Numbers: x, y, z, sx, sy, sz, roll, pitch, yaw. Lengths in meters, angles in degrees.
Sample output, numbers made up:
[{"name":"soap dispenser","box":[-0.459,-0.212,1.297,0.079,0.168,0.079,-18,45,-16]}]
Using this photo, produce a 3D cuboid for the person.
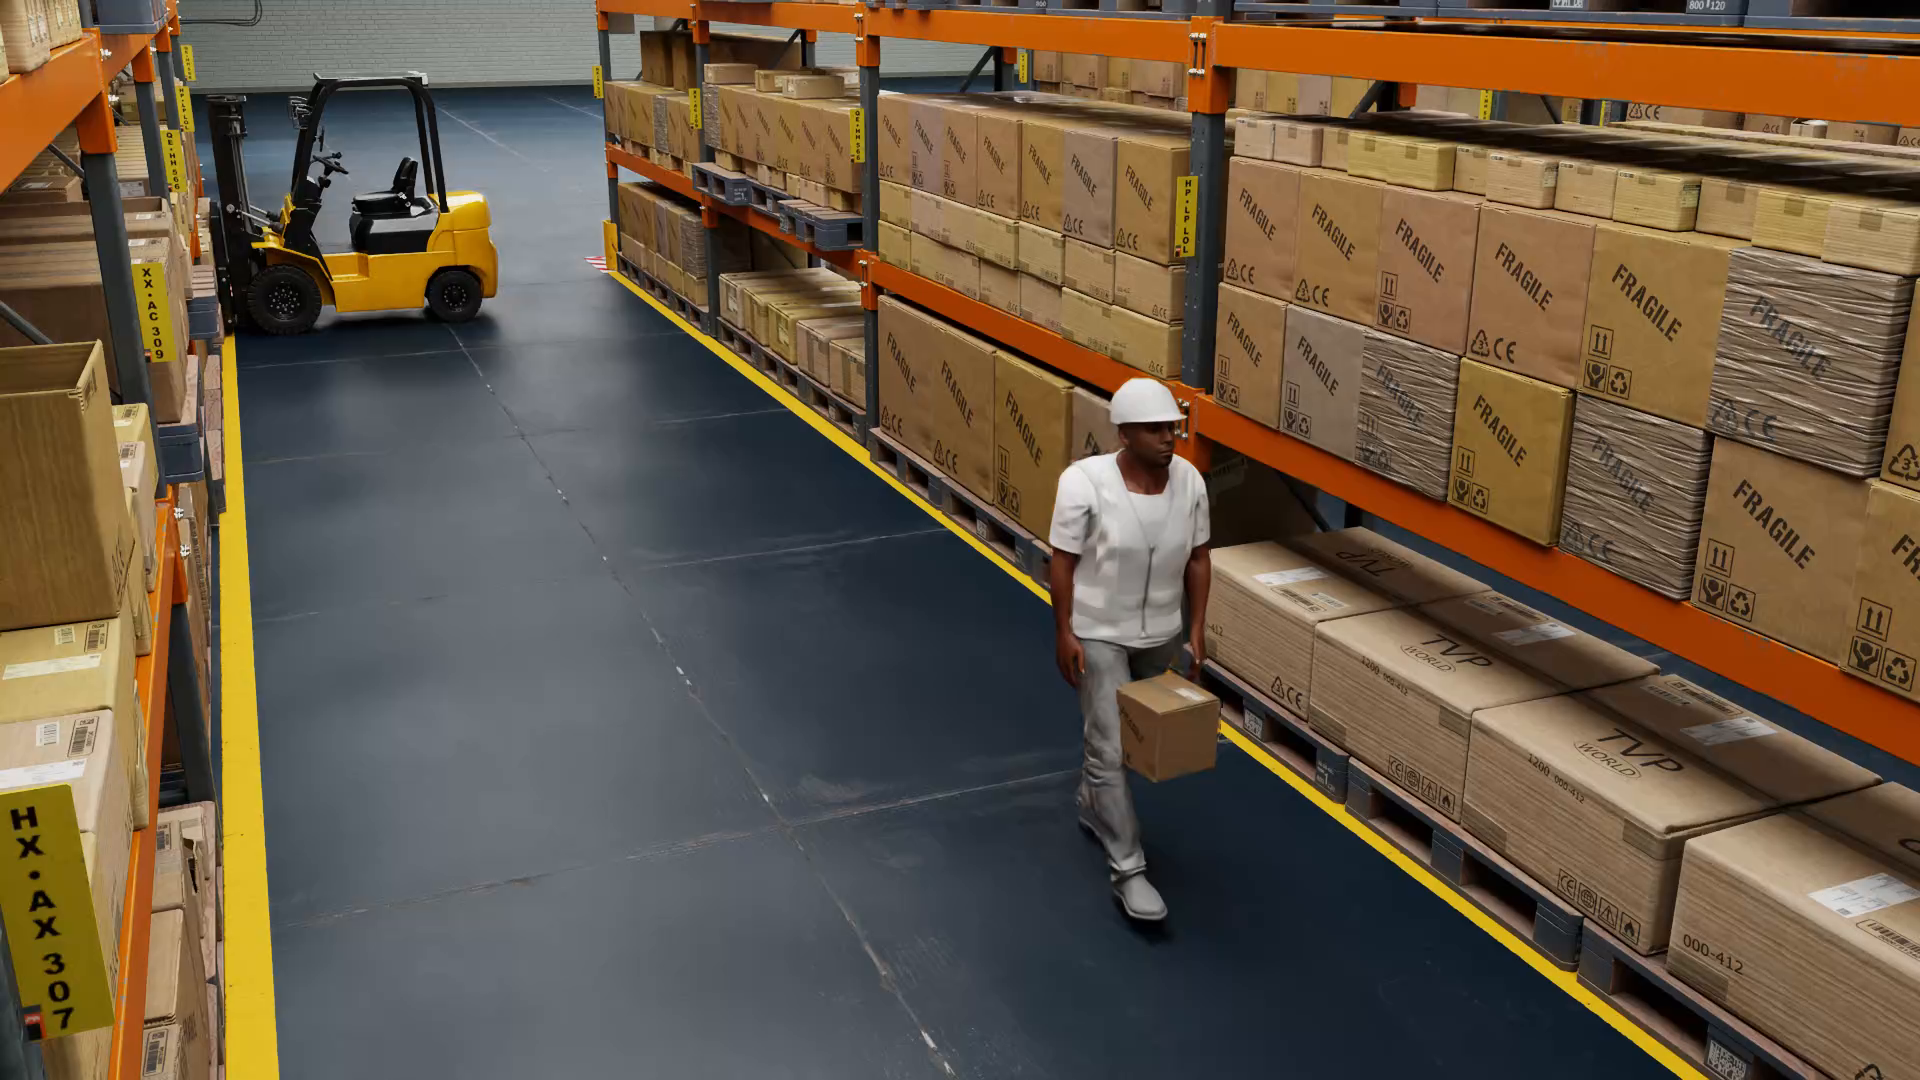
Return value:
[{"name":"person","box":[0.616,0.325,5.541,0.572,1.740,0.834,-9,21,-24]}]
